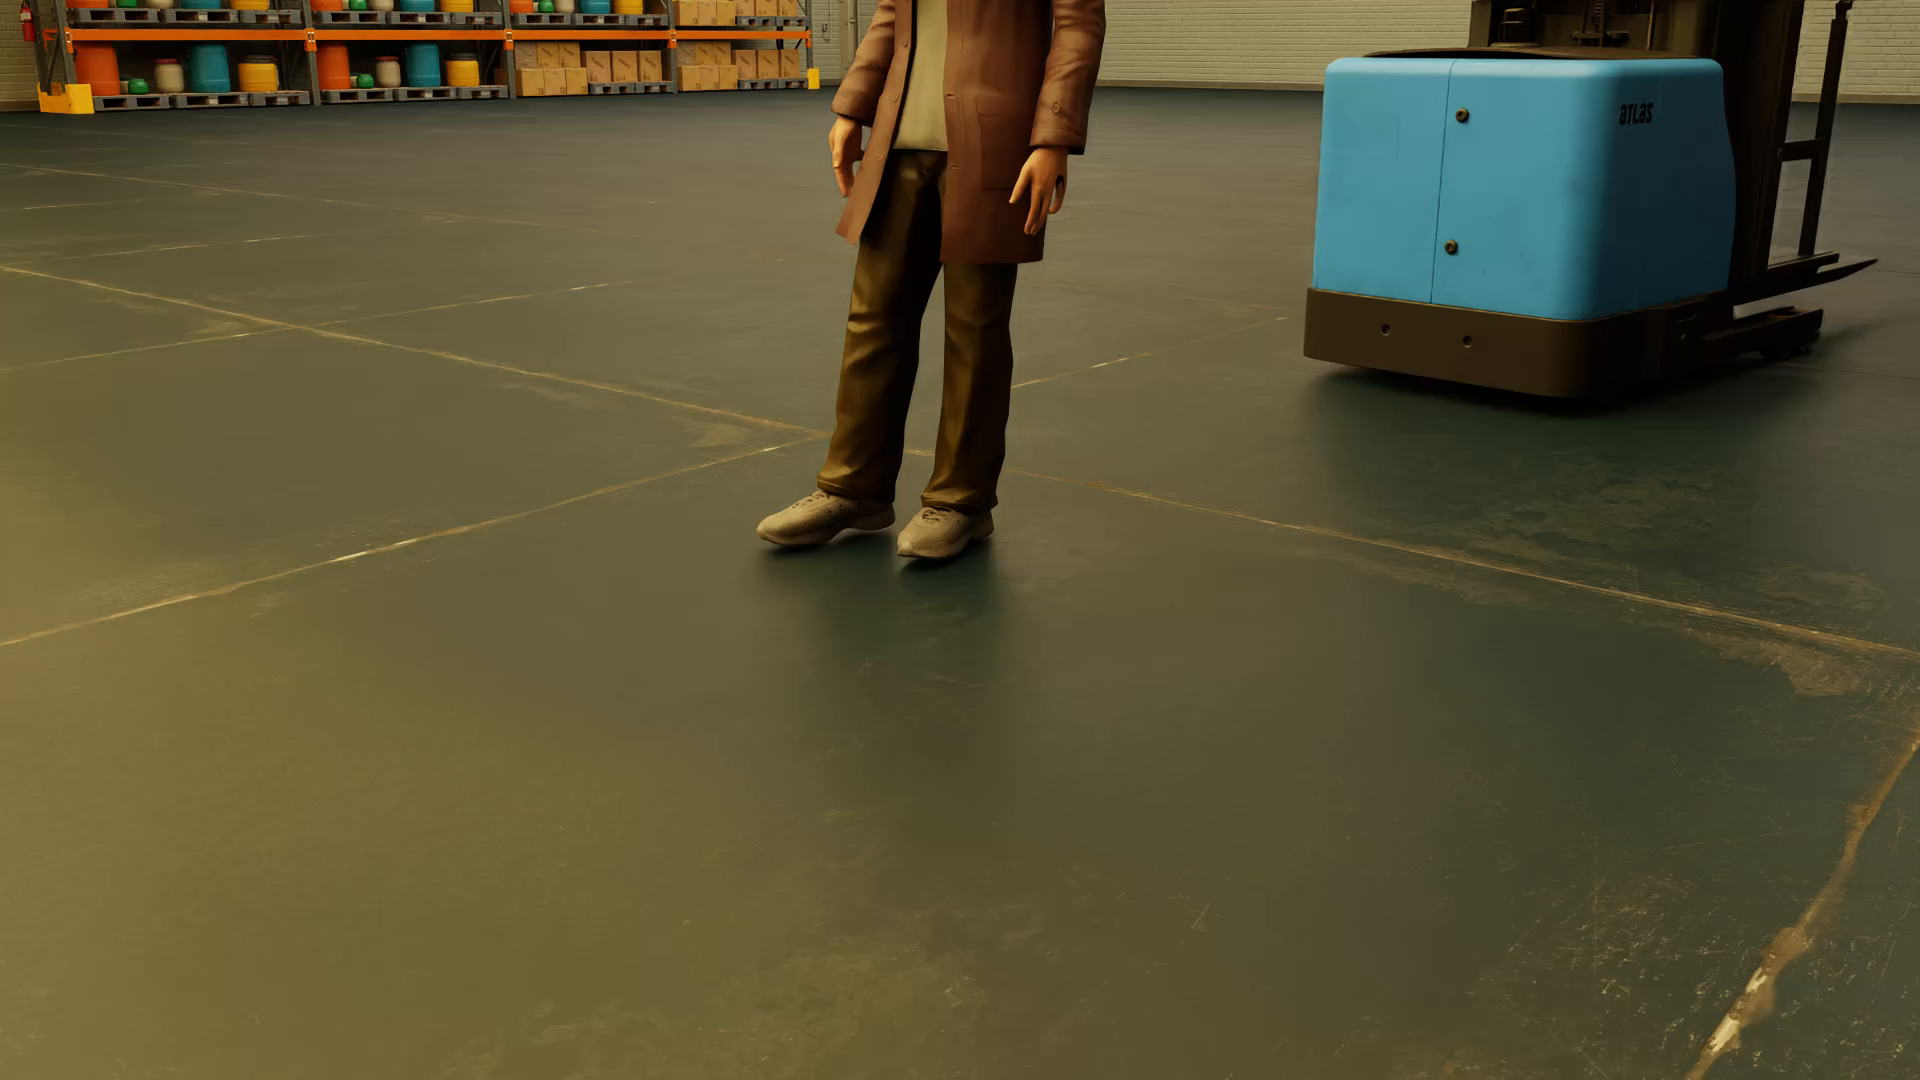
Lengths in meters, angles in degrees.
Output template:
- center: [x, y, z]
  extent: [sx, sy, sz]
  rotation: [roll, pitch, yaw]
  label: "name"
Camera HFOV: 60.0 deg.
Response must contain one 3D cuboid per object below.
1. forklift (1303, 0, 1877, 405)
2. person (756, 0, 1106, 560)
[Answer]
- center: [2.621, -2.170, 6.045]
  extent: [3.031, 2.935, 1.130]
  rotation: [-15, 23, -41]
  label: "forklift"
- center: [-0.061, -0.838, 3.616]
  extent: [0.698, 1.777, 0.579]
  rotation: [13, 21, 37]
  label: "person"
